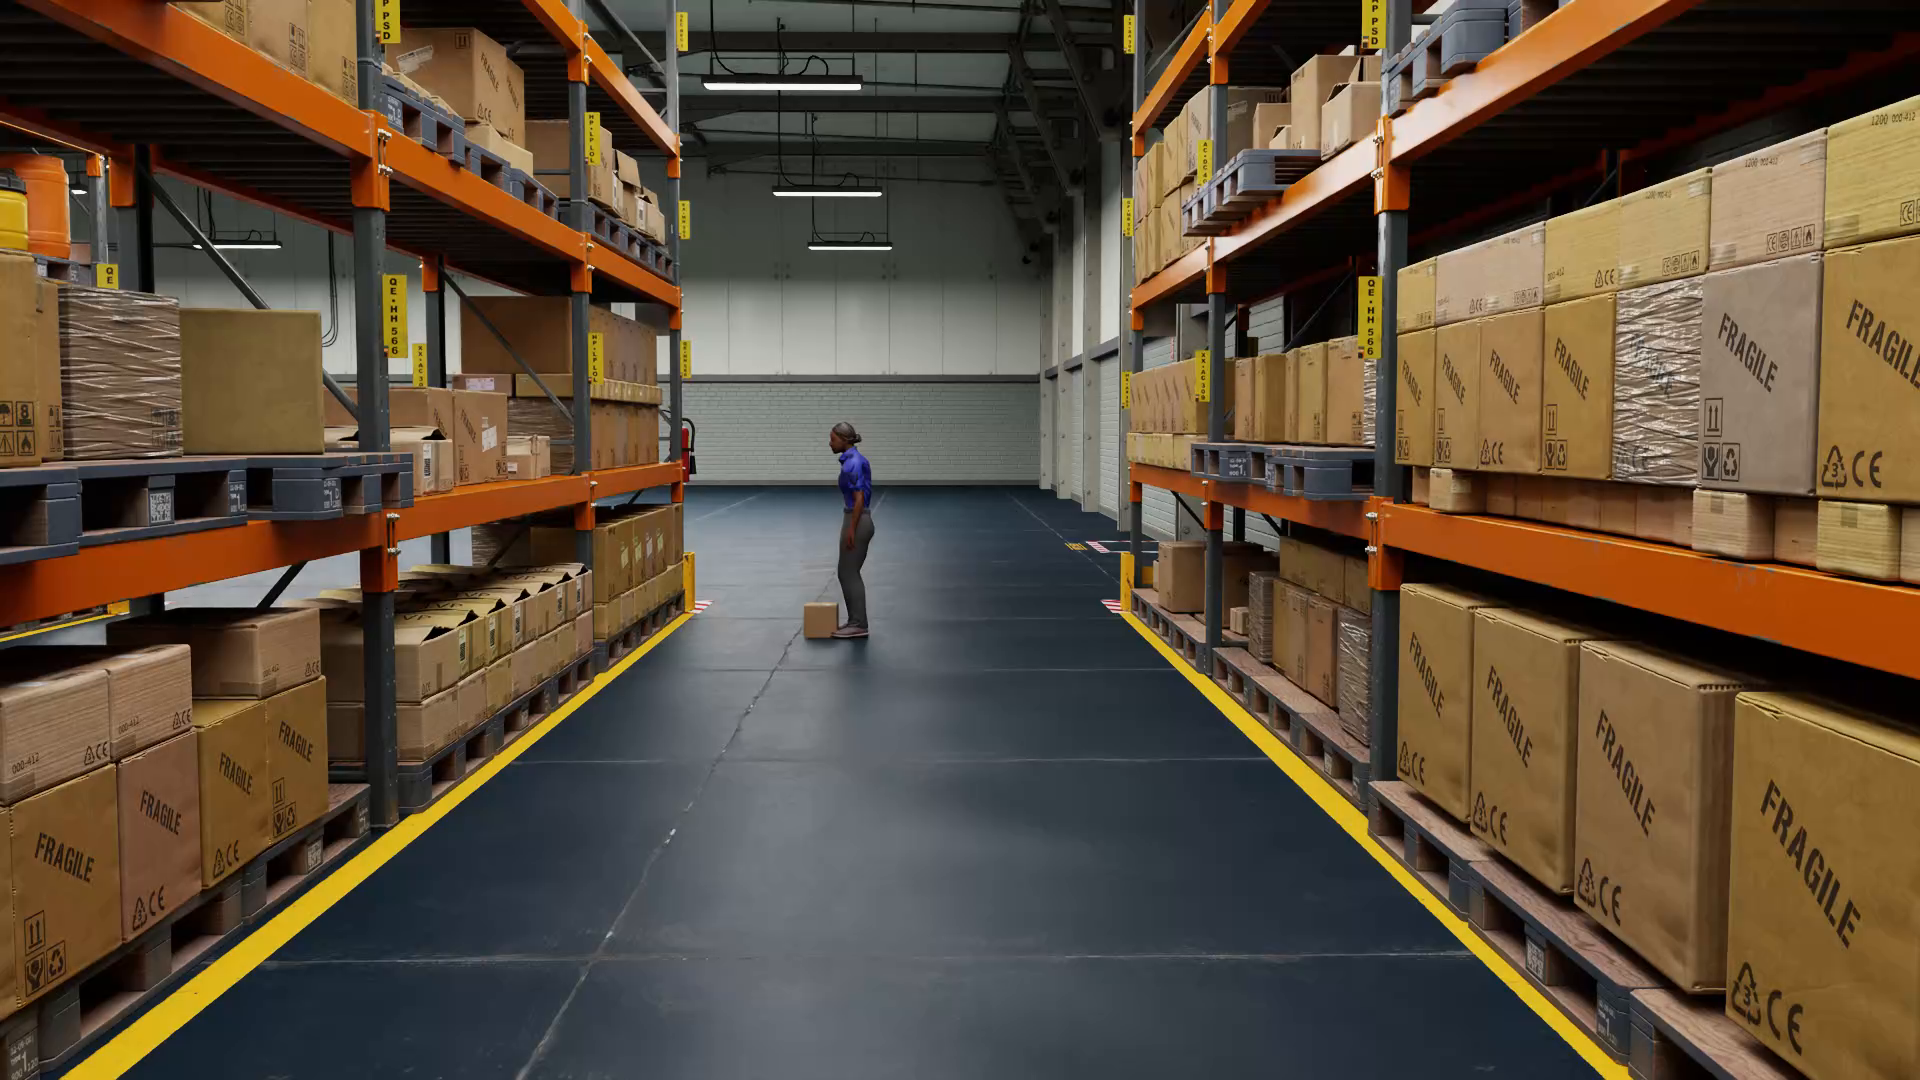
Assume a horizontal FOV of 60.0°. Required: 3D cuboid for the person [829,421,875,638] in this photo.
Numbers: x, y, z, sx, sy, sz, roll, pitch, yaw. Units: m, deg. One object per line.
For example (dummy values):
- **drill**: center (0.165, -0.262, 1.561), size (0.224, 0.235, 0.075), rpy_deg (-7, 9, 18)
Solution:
- **person**: center (-0.832, -0.084, 12.791), size (0.348, 1.653, 0.524), rpy_deg (0, 4, -5)
